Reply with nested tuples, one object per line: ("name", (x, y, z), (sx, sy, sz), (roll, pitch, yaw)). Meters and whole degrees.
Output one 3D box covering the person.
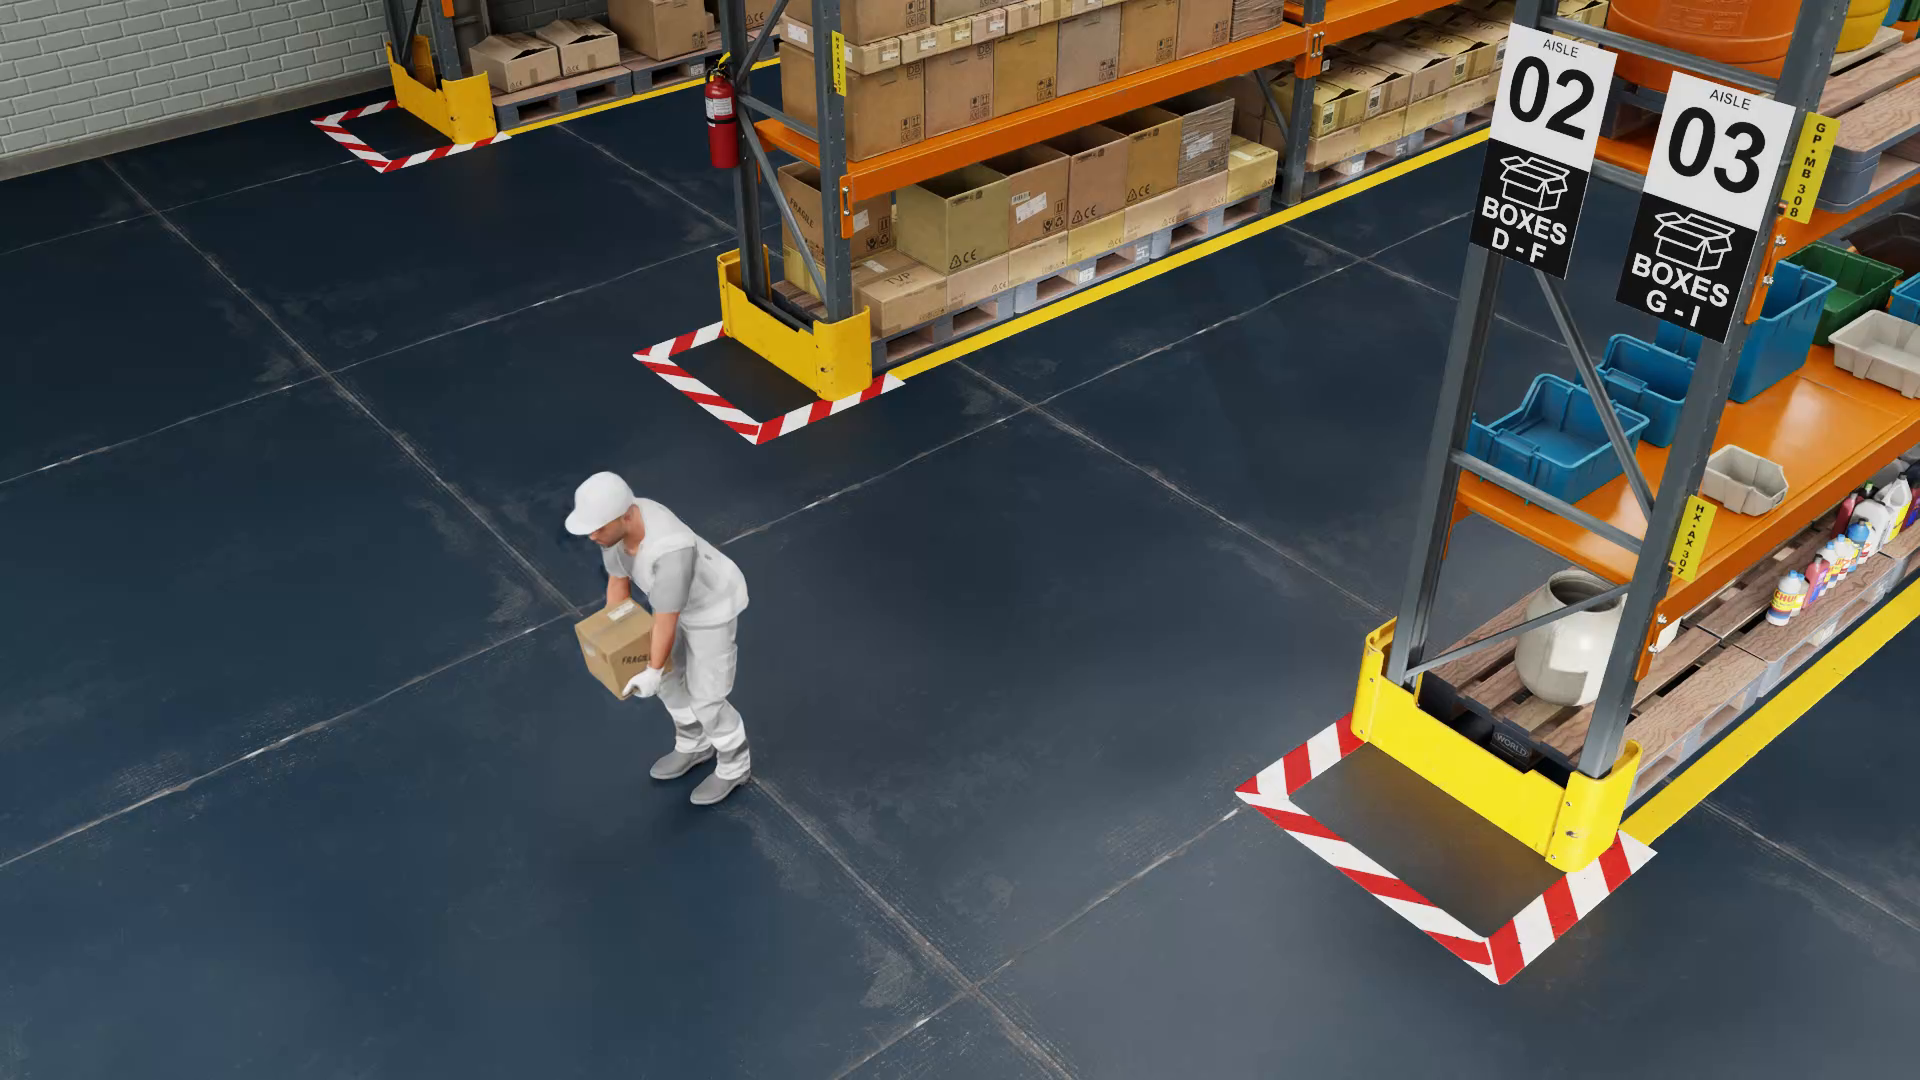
("person", (-1.175, 0.374, 6.637), (0.690, 1.669, 0.484), (-27, 44, -32))
